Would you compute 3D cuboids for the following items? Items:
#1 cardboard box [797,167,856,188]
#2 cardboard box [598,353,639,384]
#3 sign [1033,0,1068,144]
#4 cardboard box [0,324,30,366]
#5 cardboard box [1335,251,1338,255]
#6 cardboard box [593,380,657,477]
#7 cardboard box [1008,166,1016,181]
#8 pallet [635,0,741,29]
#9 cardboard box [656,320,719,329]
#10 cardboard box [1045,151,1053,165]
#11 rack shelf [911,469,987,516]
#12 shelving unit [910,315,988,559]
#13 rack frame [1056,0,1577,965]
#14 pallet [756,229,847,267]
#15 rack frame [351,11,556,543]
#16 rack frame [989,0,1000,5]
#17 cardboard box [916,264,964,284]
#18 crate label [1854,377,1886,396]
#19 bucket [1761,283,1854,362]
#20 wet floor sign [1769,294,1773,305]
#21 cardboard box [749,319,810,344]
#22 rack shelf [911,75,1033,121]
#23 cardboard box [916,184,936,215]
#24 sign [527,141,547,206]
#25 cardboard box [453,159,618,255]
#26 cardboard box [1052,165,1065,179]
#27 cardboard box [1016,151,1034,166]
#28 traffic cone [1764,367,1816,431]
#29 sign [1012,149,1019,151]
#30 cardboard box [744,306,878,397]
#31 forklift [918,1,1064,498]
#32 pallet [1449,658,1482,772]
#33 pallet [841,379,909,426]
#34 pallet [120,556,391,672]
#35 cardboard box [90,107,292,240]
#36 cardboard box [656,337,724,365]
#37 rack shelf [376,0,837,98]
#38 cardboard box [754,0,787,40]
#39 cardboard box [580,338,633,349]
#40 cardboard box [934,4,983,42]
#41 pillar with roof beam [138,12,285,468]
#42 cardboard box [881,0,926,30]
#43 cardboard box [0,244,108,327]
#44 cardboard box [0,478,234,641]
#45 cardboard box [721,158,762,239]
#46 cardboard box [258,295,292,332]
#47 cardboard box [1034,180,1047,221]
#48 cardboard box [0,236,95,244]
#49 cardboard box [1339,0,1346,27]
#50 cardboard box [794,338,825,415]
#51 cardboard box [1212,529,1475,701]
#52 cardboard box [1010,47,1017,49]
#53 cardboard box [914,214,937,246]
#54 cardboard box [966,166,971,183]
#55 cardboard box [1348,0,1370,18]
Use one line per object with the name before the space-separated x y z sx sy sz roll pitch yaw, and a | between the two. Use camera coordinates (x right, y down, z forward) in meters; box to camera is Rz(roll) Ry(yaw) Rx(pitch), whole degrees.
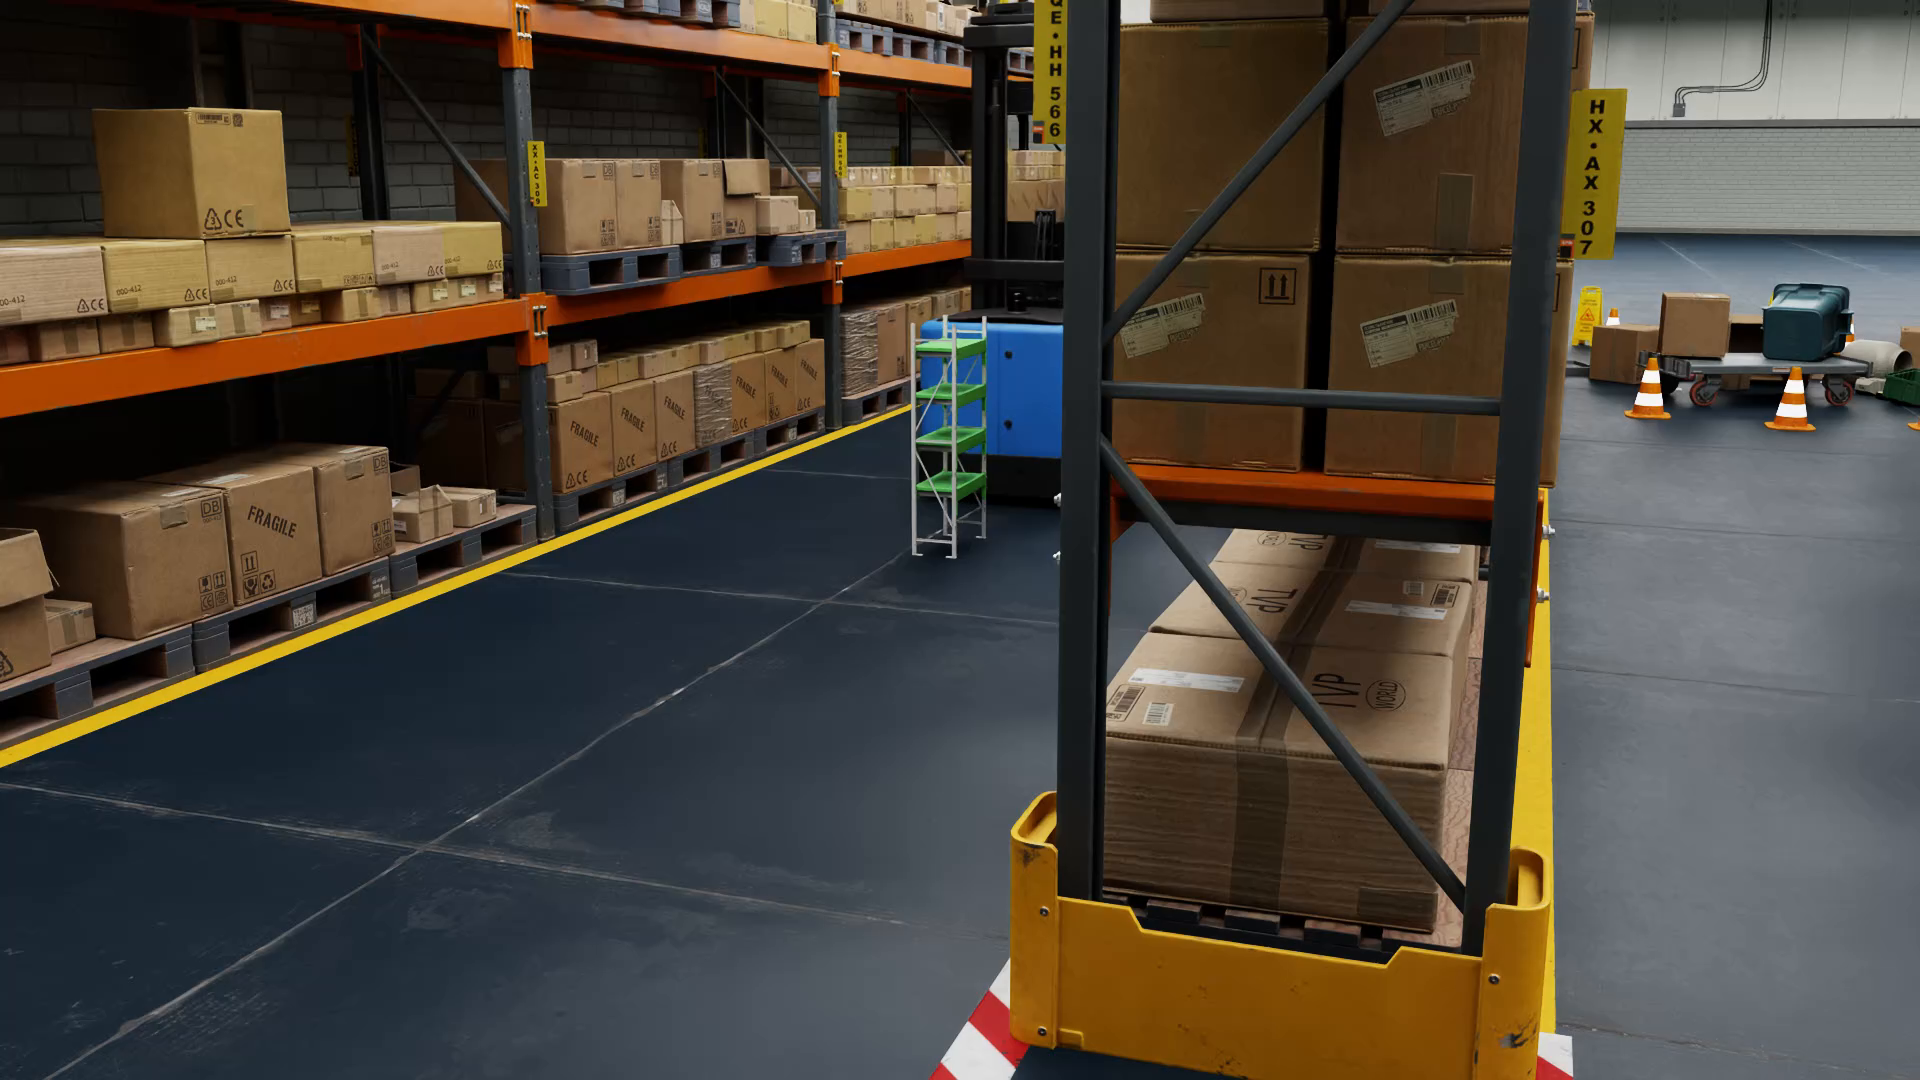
cardboard box | -1.012 -2.747 12.600 0.380 0.149 0.250 5 14 20
cardboard box | -2.156 -1.030 9.976 0.380 0.149 0.250 4 13 17
sign | 0.207 -1.017 3.569 0.100 0.325 0.005 4 14 18
cardboard box | -3.526 -0.693 5.850 0.380 0.149 0.250 4 14 18
cardboard box | 0.798 -0.569 4.516 0.500 0.500 0.500 4 13 17
cardboard box | -2.156 -0.678 9.893 0.500 0.500 0.500 4 14 18
cardboard box | 0.335 -3.646 16.539 0.380 0.149 0.250 5 14 20
pallet | -2.078 -3.216 10.017 1.213 0.211 1.003 4 14 18
cardboard box | -1.969 -1.497 12.022 0.380 0.149 0.250 5 14 20
cardboard box | 0.787 -4.117 17.932 0.380 0.149 0.250 5 14 19
rack shelf | -0.054 -0.254 8.769 0.258 0.148 0.480 4 14 18
shelving unit | -0.054 -0.550 8.702 0.258 1.200 0.503 4 14 18
rack frame | 0.715 -0.295 3.540 1.000 3.000 0.127 4 14 18
pallet | -1.547 -2.095 11.856 1.213 0.211 1.003 4 14 18
rack frame | -2.688 -1.494 8.792 1.000 3.000 0.127 4 14 18
rack frame | -0.100 -6.103 15.505 1.000 3.000 0.127 4 14 18
cardboard box | -0.123 -2.648 16.835 0.500 0.250 0.500 5 14 20
crate label | 8.015 -1.347 14.583 0.298 0.136 0.250 -5 14 -21
bucket | 7.177 -1.826 14.190 0.726 0.611 0.620 10 26 38
wet floor sign | 8.745 -2.330 17.745 0.267 0.644 0.232 2 13 9
cardboard box | -1.314 -1.516 12.106 0.380 0.149 0.250 4 13 16
rack shelf | 0.547 -4.711 17.764 1.077 0.370 4.000 4 14 18
cardboard box | -0.528 -2.906 14.194 0.500 0.250 0.500 5 14 19
sign | -2.172 -1.879 8.532 0.100 0.325 0.005 4 14 18
cardboard box | -2.320 -1.833 9.110 0.700 0.500 0.500 5 14 20
cardboard box | 0.956 -4.021 18.180 0.380 0.149 0.250 4 14 19
cardboard box | 0.538 -3.897 16.969 0.380 0.149 0.250 5 14 20
traffic cone | 6.374 -1.090 12.724 0.336 0.463 0.334 4 14 18
sign | 0.671 -4.522 19.938 0.100 0.325 0.005 4 14 18
cardboard box | -1.179 -1.514 13.271 0.875 0.625 0.625 5 14 20
forklift | 0.680 -1.945 10.924 1.130 2.935 3.031 4 13 17
pallet | 1.297 0.634 5.734 1.003 0.211 1.213 4 14 18
pallet | -1.091 -1.147 13.540 1.003 0.211 1.213 4 14 18
pallet | -3.304 0.268 7.340 1.003 0.211 1.213 4 14 18
cardboard box | -3.096 -1.481 6.720 0.500 0.500 0.500 5 14 20
cardboard box | -1.770 -1.239 10.892 0.380 0.149 0.250 4 13 16
rack shelf | -2.041 -3.027 10.384 1.077 0.370 4.000 4 14 18
cardboard box | -1.492 -3.494 11.151 0.500 0.250 0.500 4 14 19
cardboard box | -2.353 -1.221 10.813 0.380 0.149 0.250 4 13 16
cardboard box | -0.103 -4.681 15.046 0.500 0.311 0.500 4 13 17
pillar with roof beam | 0.307 -4.027 6.409 9.100 9.000 0.400 4 14 18
cardboard box | -0.600 -4.450 13.610 0.500 0.500 0.500 5 14 20
cardboard box | -3.418 -0.906 5.885 0.500 0.250 0.500 5 14 19
cardboard box | -3.381 0.063 6.645 0.700 0.500 0.500 5 14 21
cardboard box | -1.747 -2.234 10.860 0.797 0.503 0.637 4 13 17
cardboard box | -3.068 -0.963 7.029 0.380 0.149 0.250 4 14 18
cardboard box | 0.607 -3.519 17.441 0.500 0.500 0.500 4 14 18
cardboard box | -3.752 -1.052 6.525 0.500 0.250 0.500 5 14 20
cardboard box | 0.826 -1.403 4.466 0.380 0.149 0.250 5 14 20
cardboard box | -1.327 -1.218 12.256 0.500 0.500 0.500 5 14 20
cardboard box | 1.416 0.220 6.097 0.875 0.438 0.875 4 13 17
cardboard box | 0.333 -4.844 16.127 0.380 0.149 0.250 5 14 20
cardboard box | -0.522 -2.662 14.249 0.500 0.250 0.500 5 14 20
cardboard box | -0.067 -3.400 15.460 0.380 0.149 0.250 4 13 18
cardboard box | 1.110 -1.263 3.850 0.380 0.149 0.250 5 14 20
